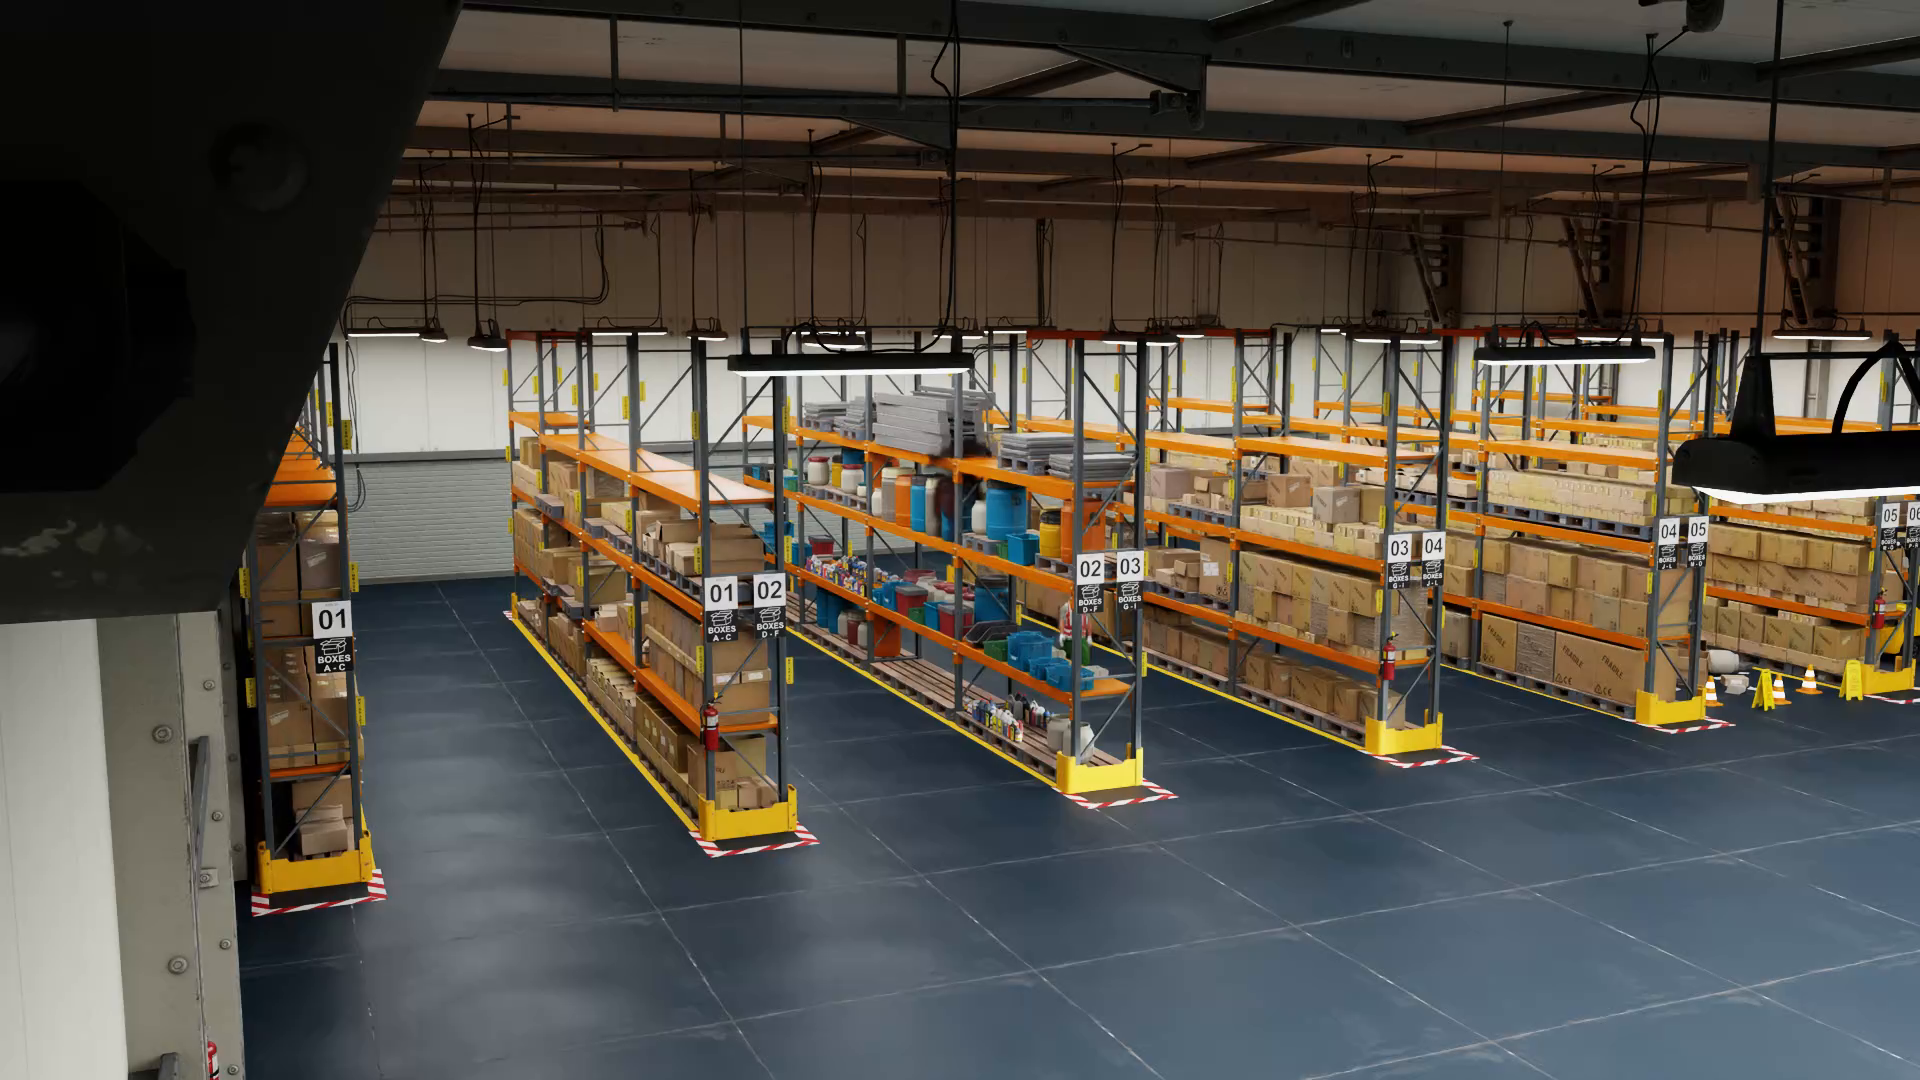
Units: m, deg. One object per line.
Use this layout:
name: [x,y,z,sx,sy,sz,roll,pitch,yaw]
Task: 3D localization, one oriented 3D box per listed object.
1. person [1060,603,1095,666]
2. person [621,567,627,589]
person: [1.979,1.664,27.799,0.671,1.724,1.027,-5,9,-31]
person: [-7.307,0.614,35.627,0.601,1.758,0.581,-8,11,-44]
